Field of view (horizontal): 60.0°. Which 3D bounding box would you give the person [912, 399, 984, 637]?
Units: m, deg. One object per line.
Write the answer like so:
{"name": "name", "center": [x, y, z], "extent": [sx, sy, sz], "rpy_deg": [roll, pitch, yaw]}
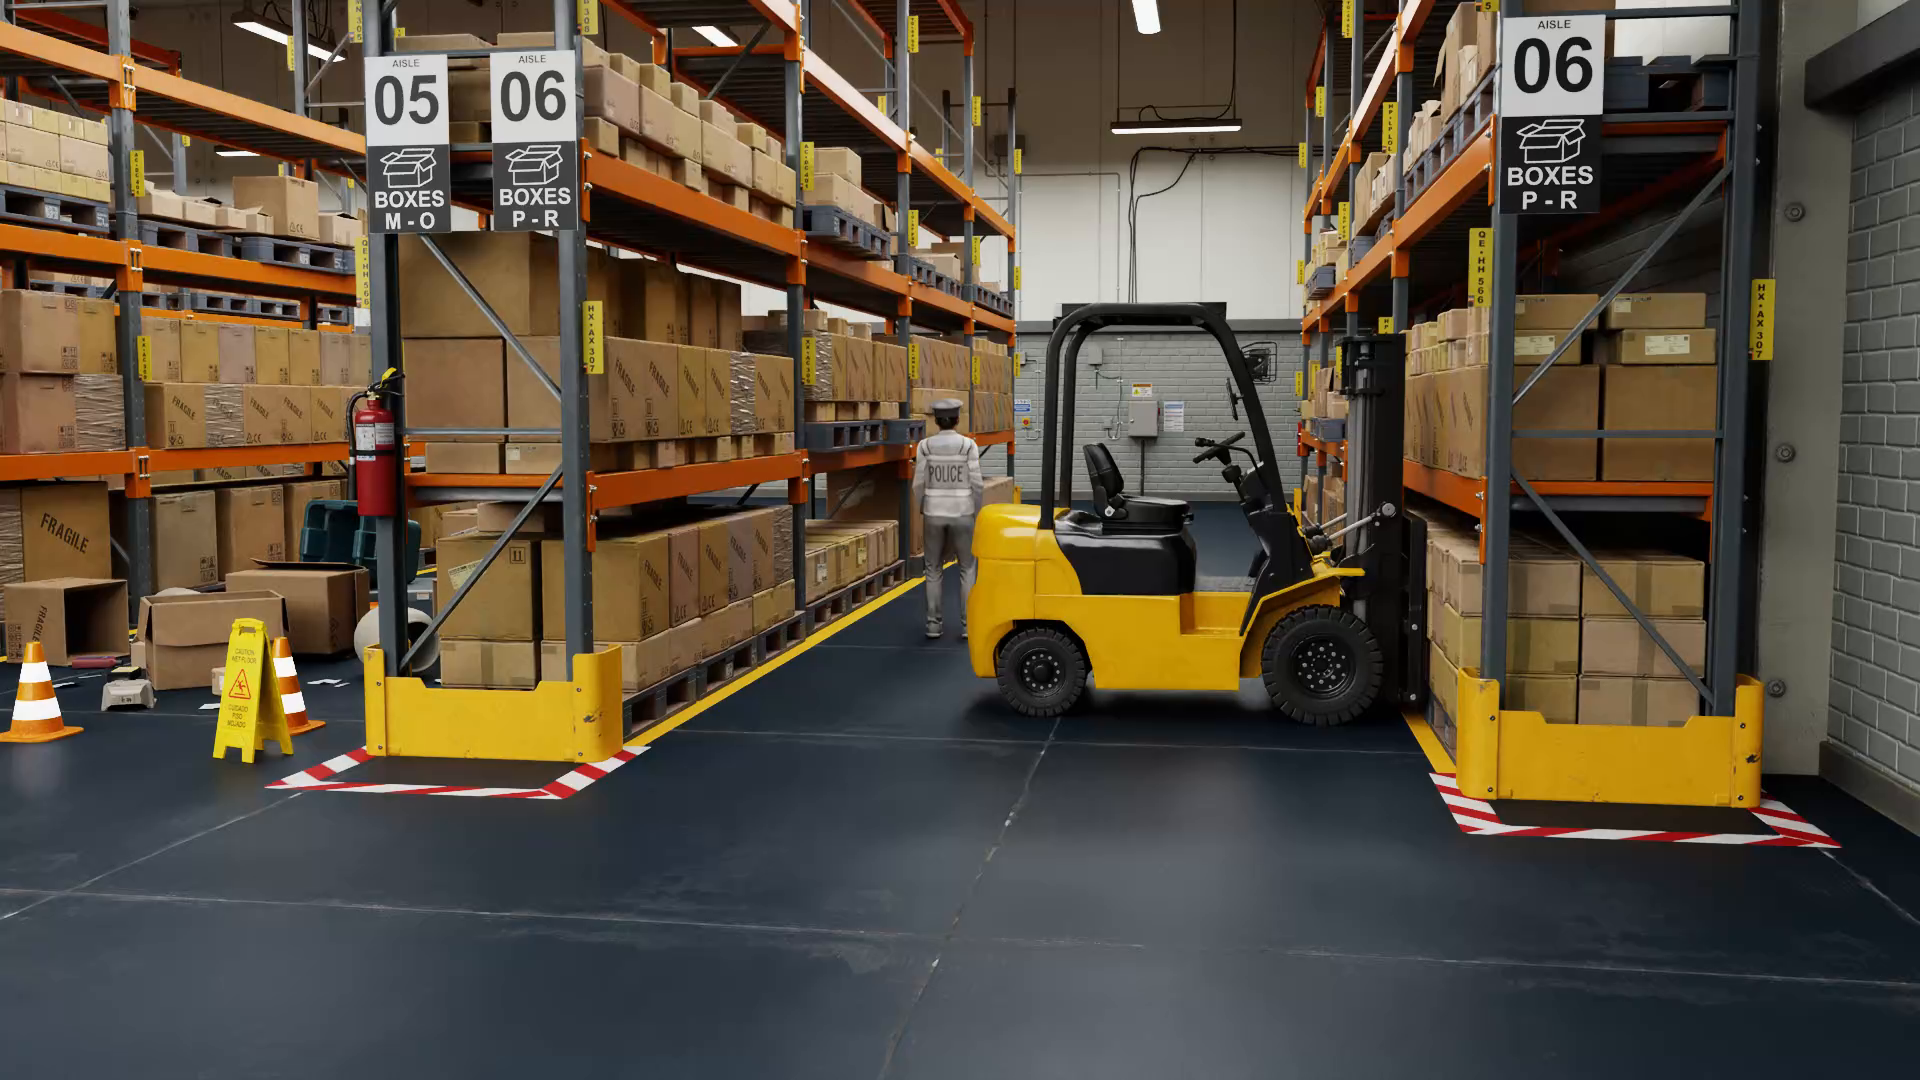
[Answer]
{"name": "person", "center": [-0.081, -0.152, 11.678], "extent": [0.504, 1.678, 0.372], "rpy_deg": [1, 5, 7]}
